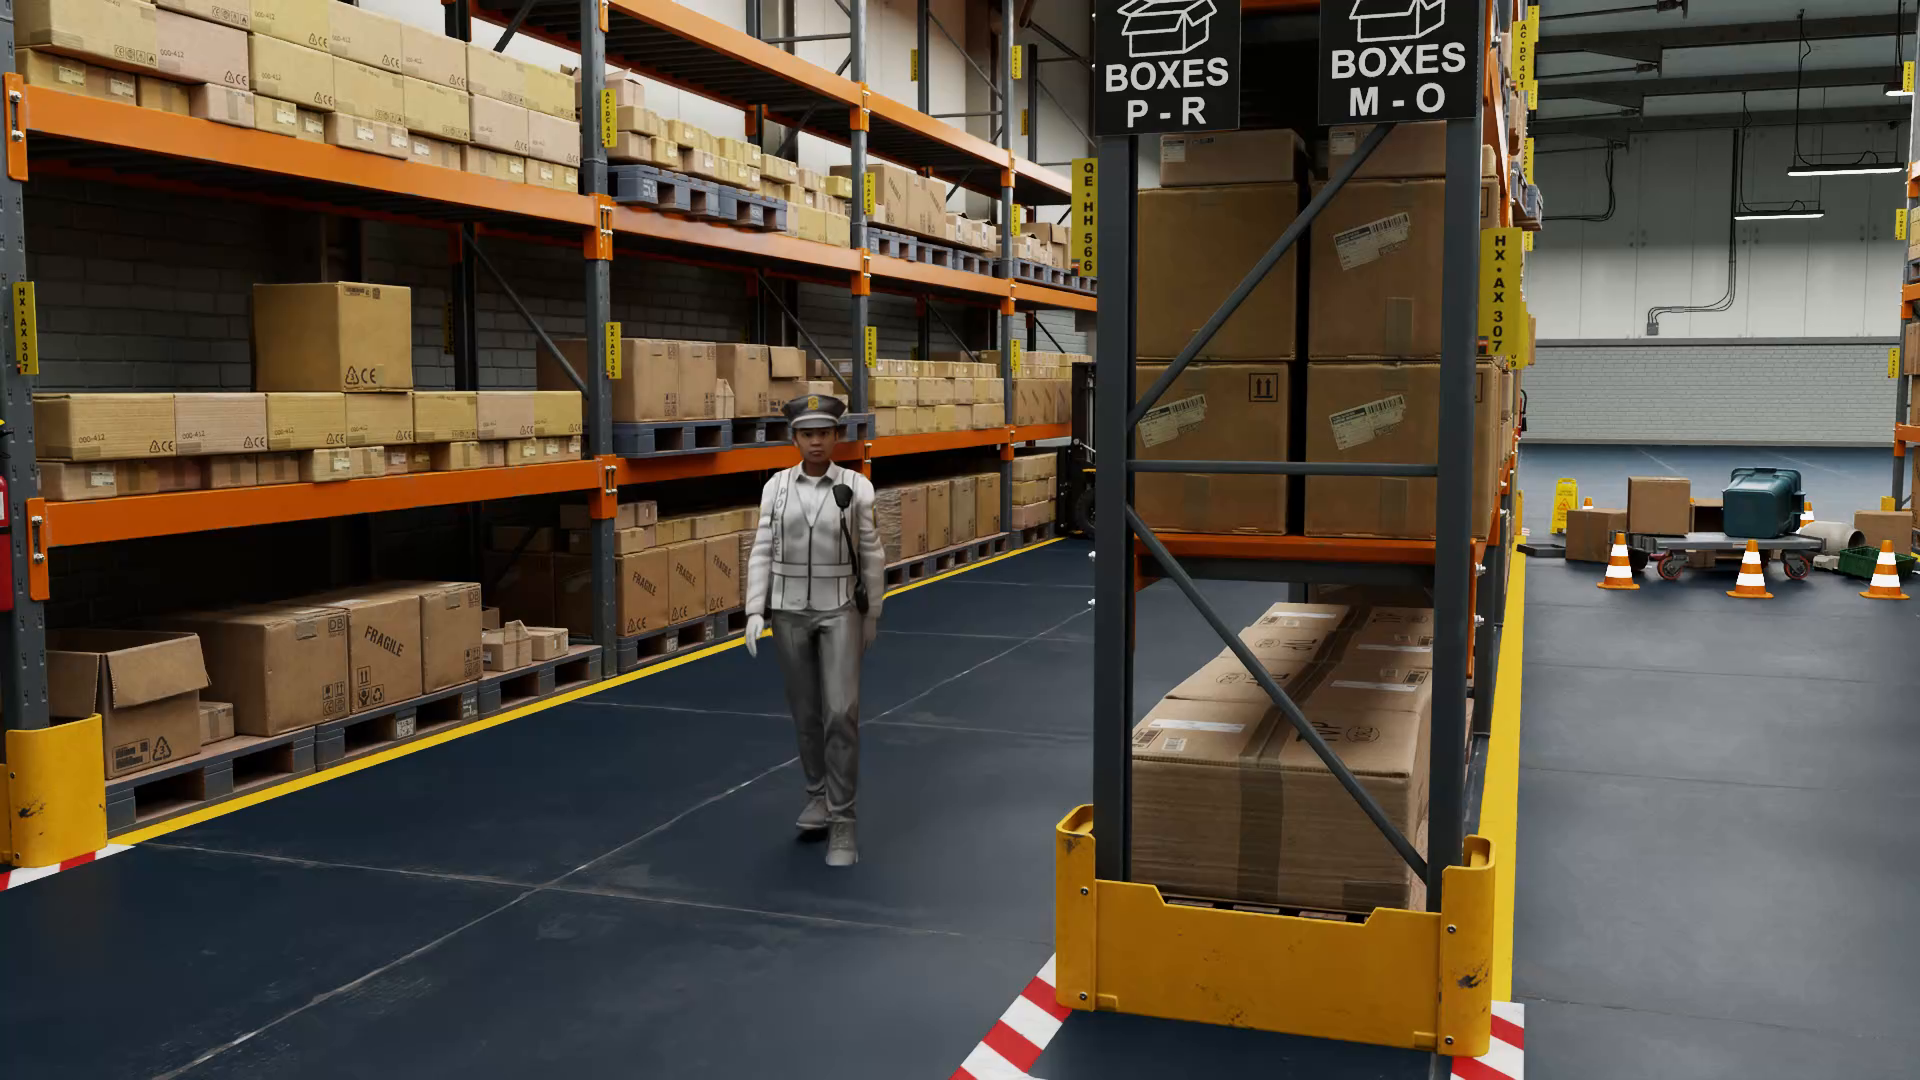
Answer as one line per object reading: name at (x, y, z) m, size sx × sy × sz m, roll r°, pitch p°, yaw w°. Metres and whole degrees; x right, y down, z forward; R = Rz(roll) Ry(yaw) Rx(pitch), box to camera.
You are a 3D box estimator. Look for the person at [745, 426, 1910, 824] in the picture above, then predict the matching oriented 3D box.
person at (3.512, -0.287, 9.892) m, size 7.840 × 2.202 × 8.562 m, roll 1°, pitch 5°, yaw 5°
